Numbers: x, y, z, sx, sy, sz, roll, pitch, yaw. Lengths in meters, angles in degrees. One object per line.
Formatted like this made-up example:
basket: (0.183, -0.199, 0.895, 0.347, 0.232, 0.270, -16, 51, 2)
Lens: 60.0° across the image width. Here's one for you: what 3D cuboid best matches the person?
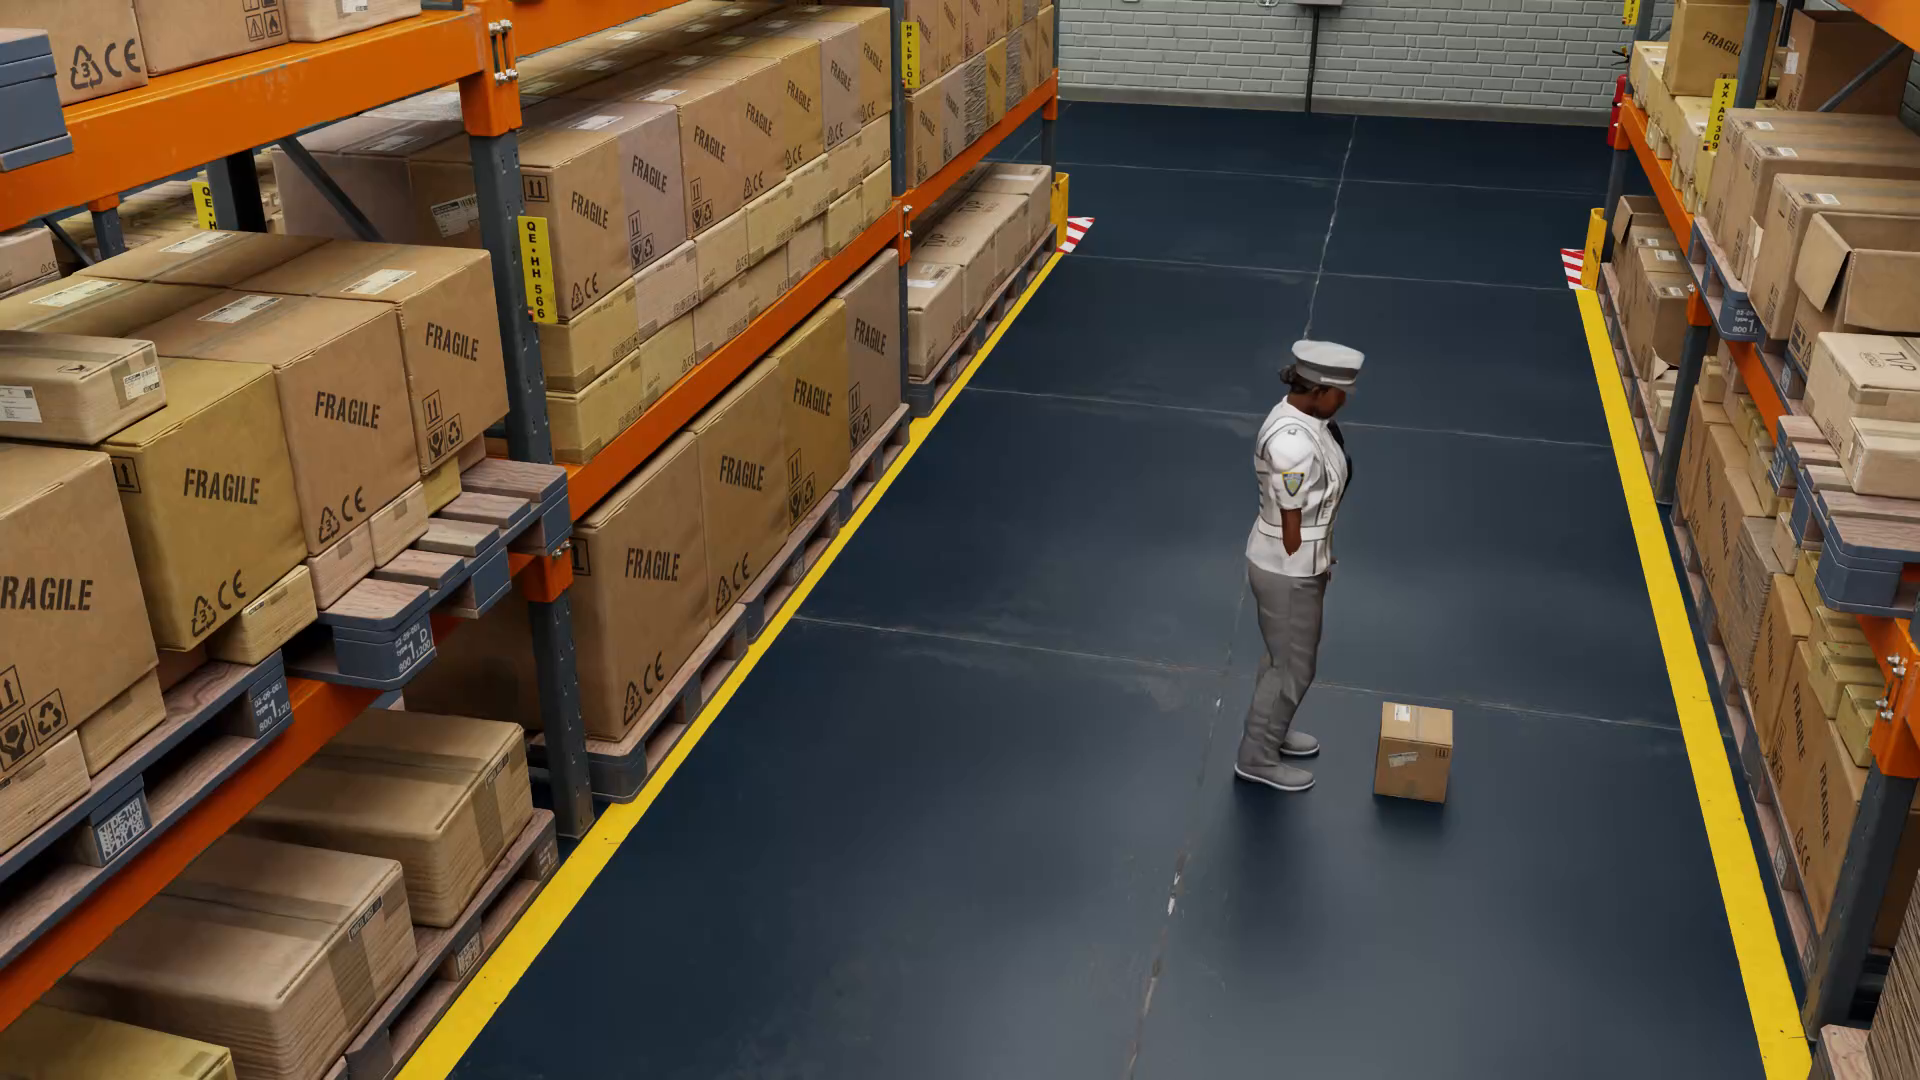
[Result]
person: (1.193, 0.089, 5.951, 0.337, 1.656, 0.439, 7, 26, 14)
